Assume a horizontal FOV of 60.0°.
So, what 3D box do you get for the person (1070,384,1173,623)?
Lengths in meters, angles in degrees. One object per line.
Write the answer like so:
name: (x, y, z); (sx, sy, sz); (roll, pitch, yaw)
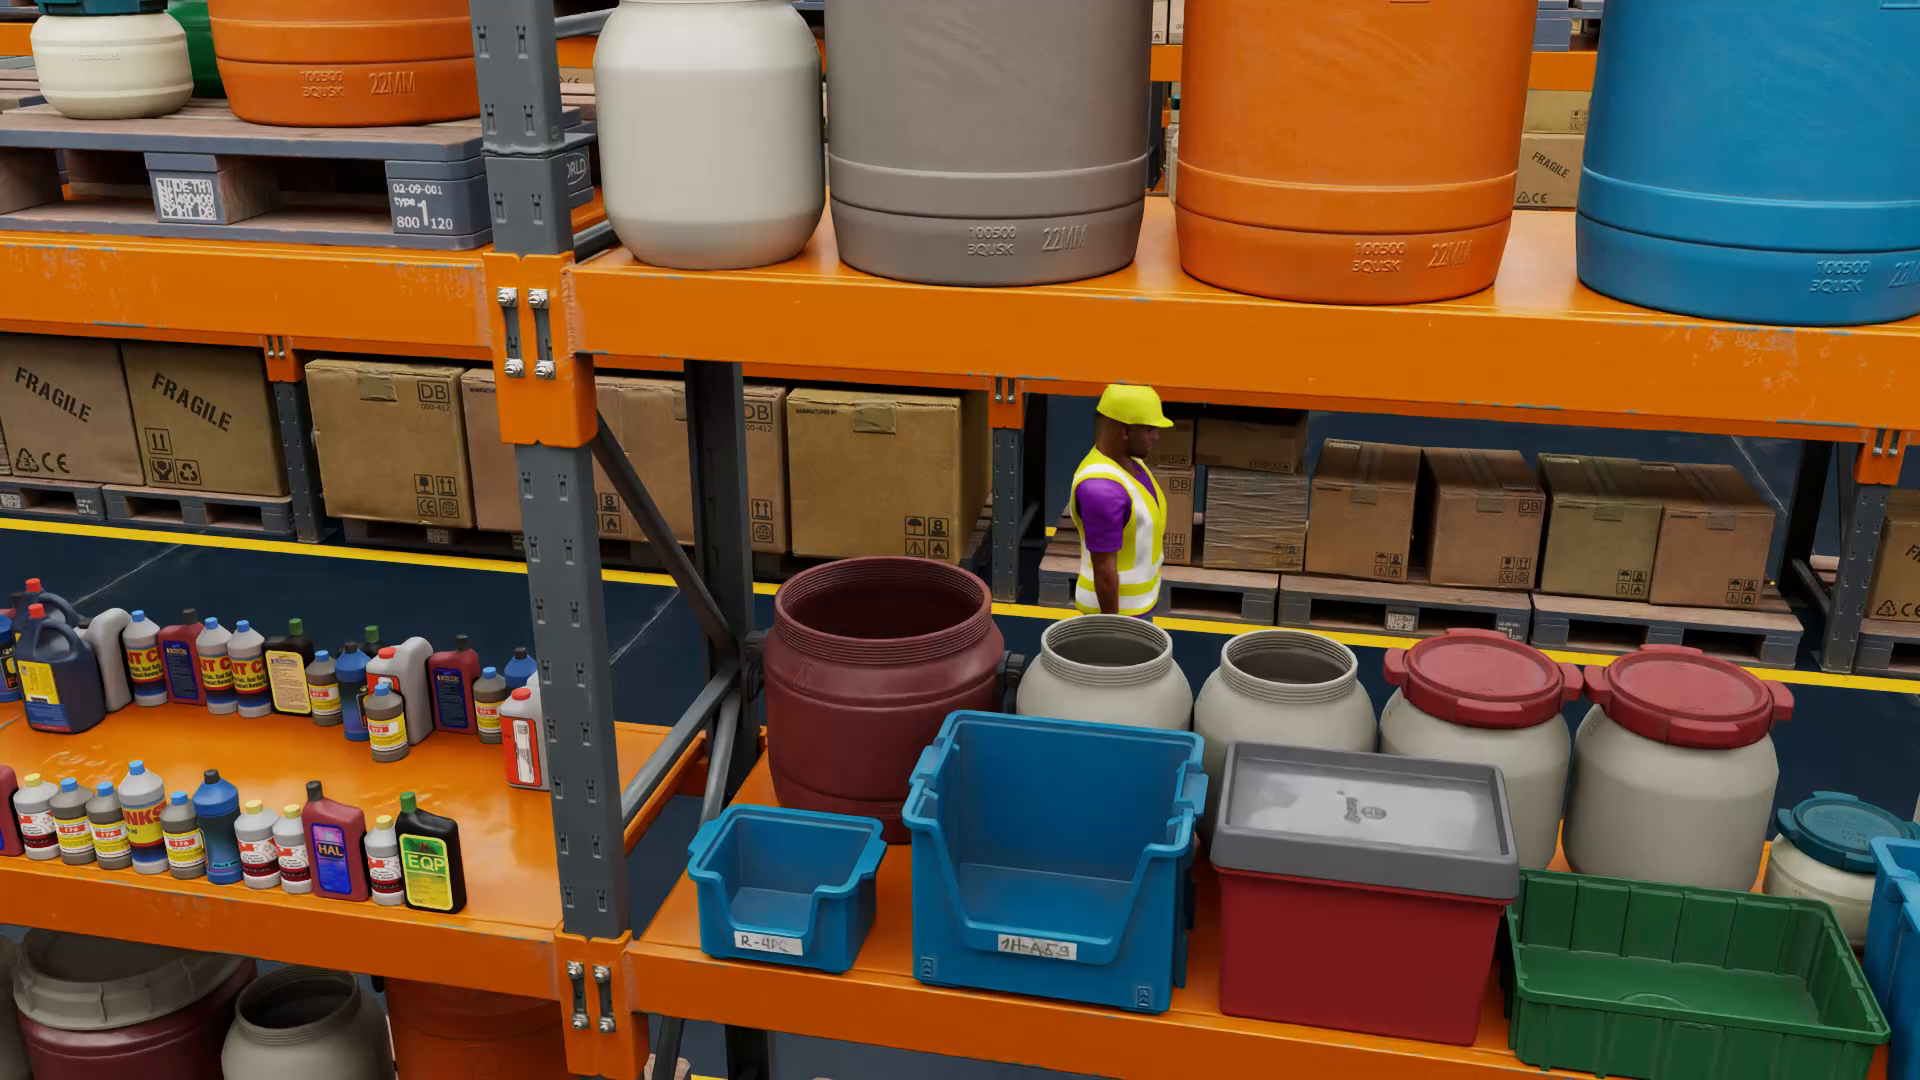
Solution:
person: (0.619, 0.232, 6.464); (0.365, 1.762, 0.566); (5, 22, 12)
